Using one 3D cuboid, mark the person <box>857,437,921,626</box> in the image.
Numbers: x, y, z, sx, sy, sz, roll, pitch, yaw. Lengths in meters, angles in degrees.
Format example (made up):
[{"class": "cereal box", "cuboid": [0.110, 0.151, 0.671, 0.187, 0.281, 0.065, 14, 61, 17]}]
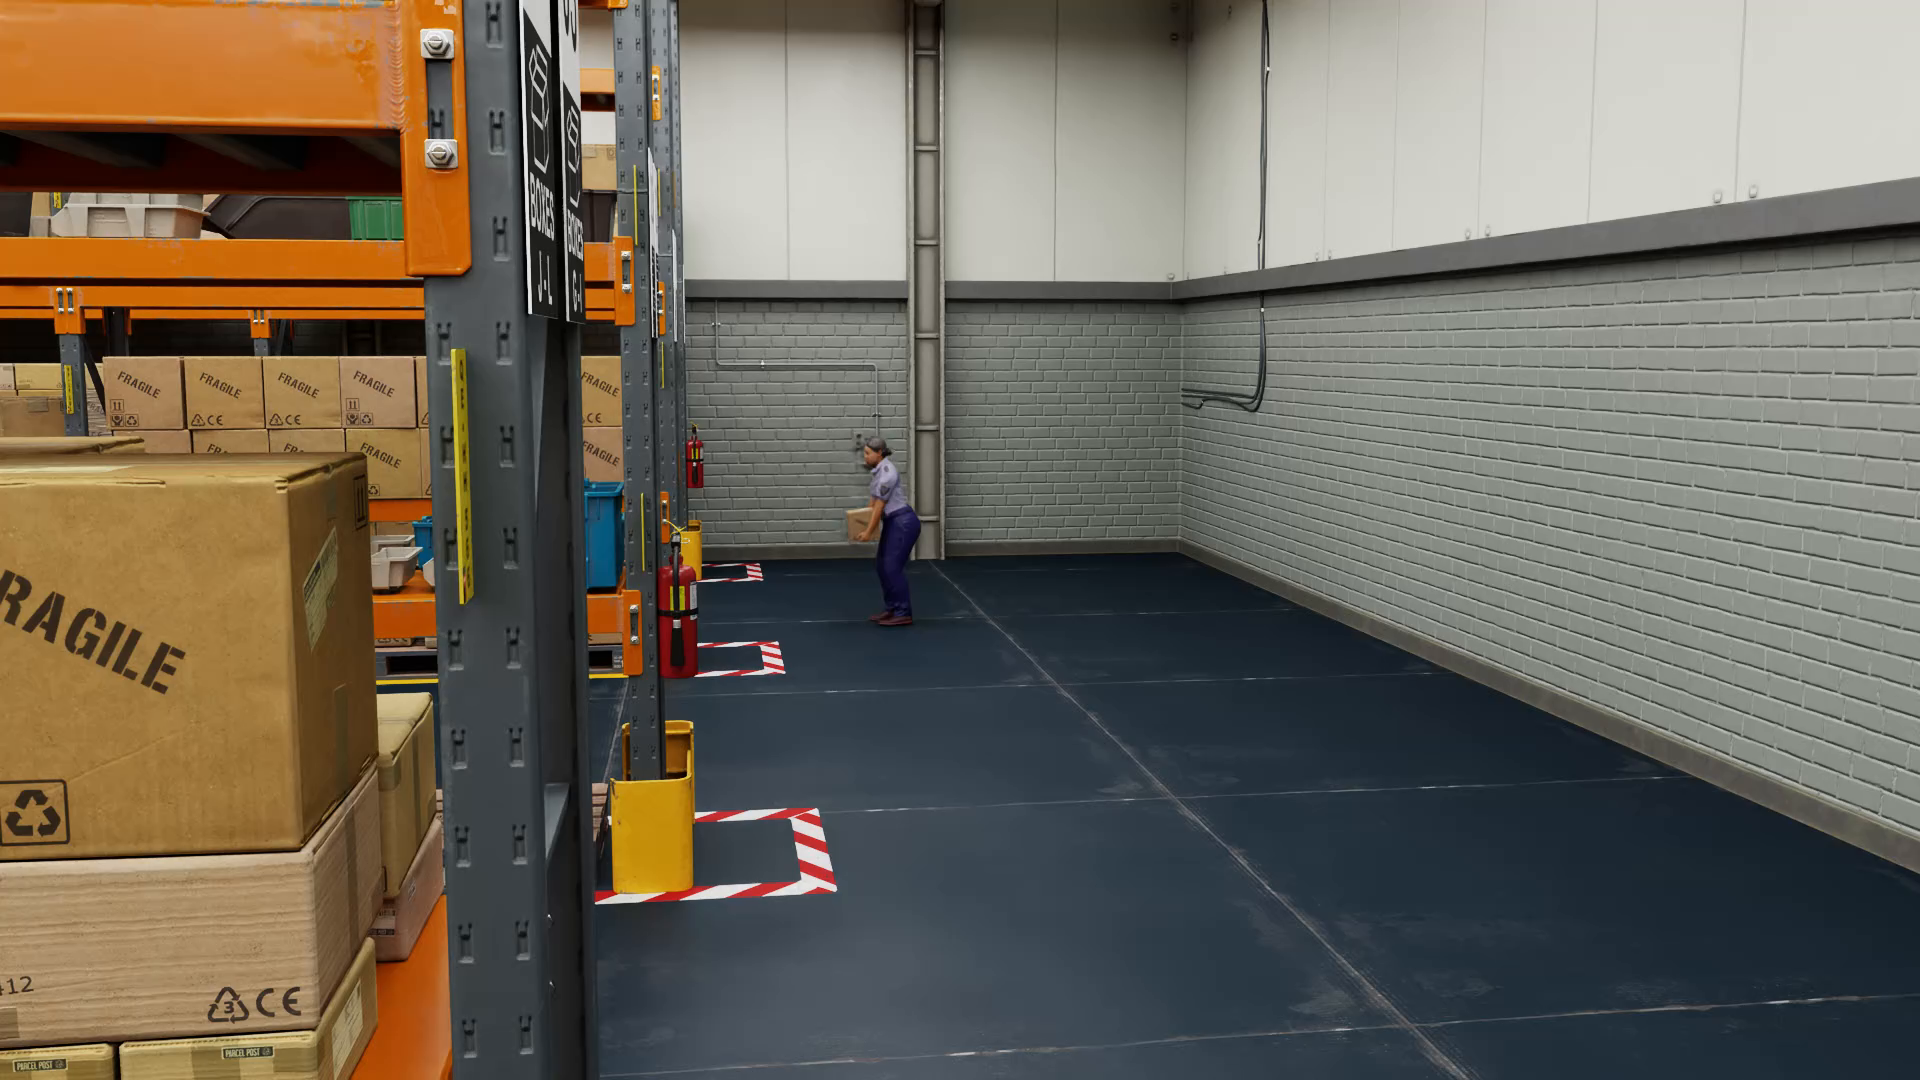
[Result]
[{"class": "person", "cuboid": [-0.625, -0.072, 14.293, 0.567, 1.596, 0.434, -1, 7, -10]}]
